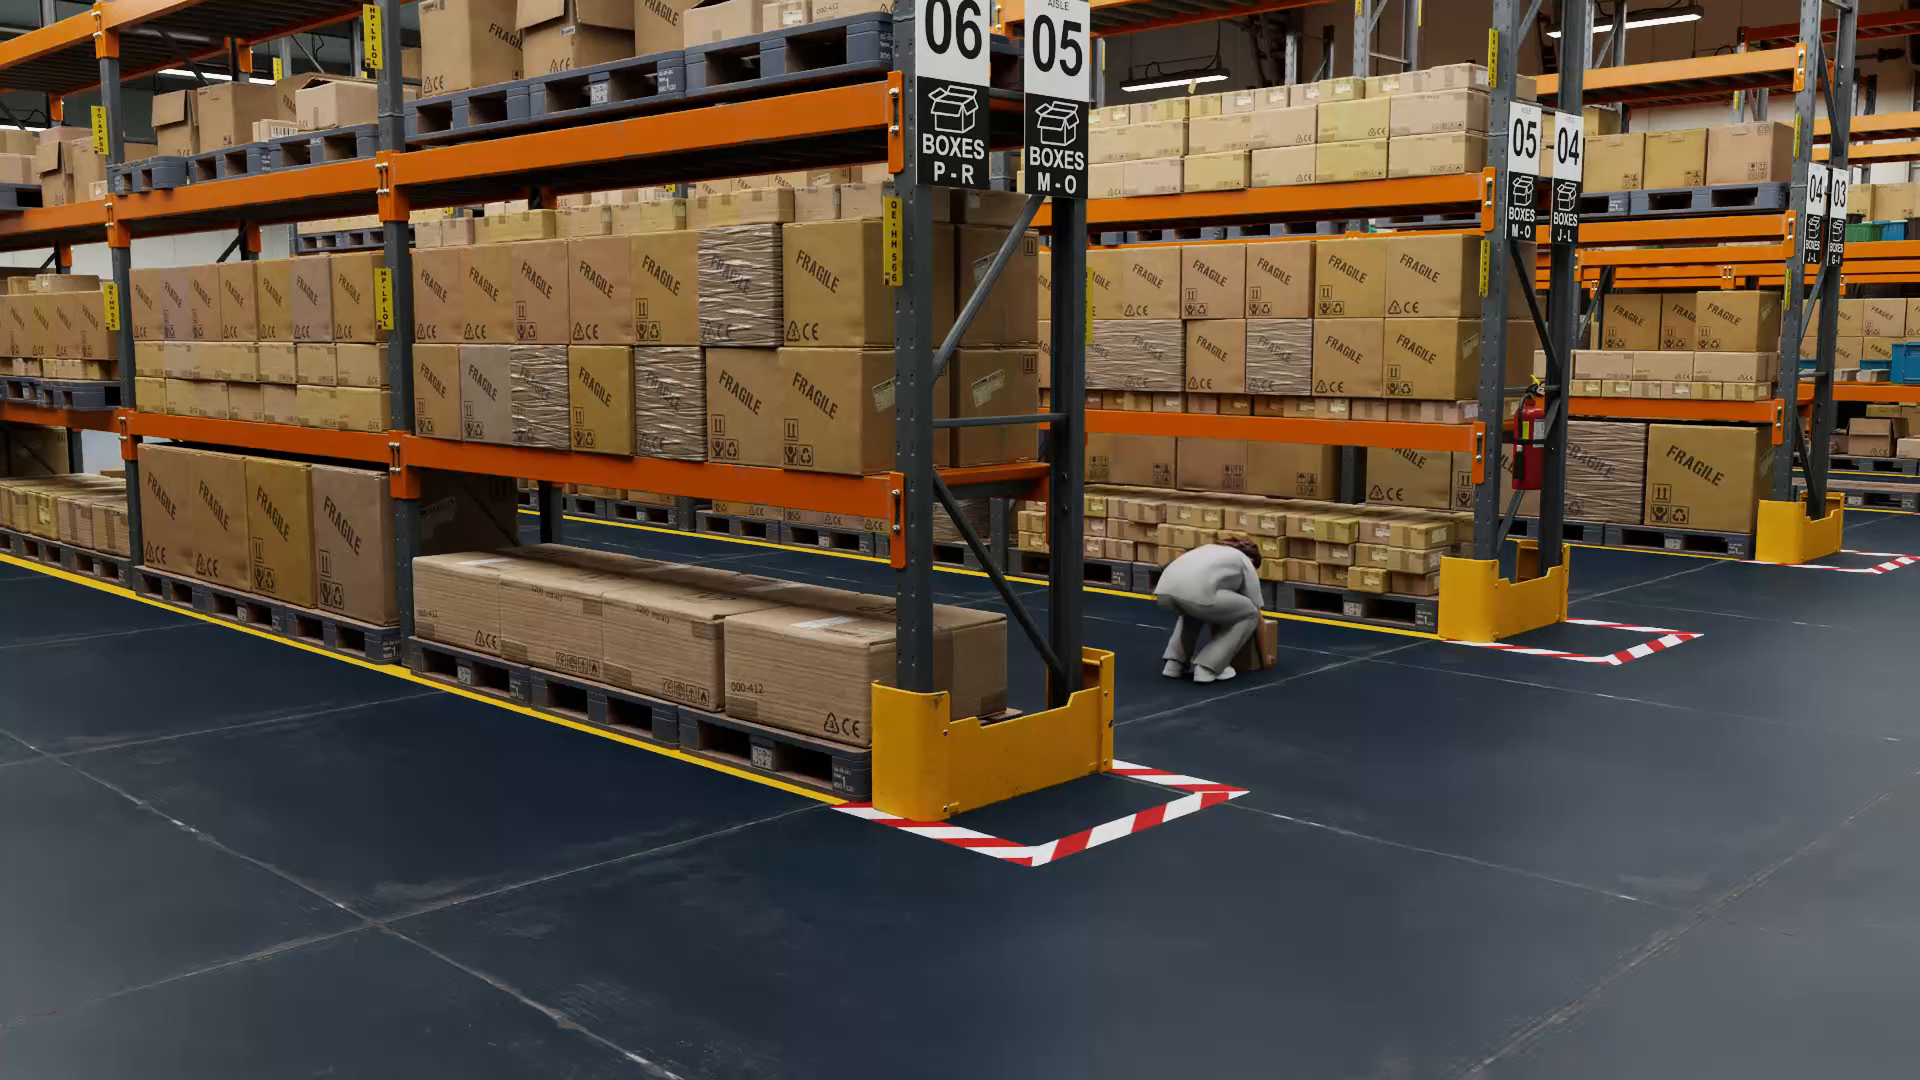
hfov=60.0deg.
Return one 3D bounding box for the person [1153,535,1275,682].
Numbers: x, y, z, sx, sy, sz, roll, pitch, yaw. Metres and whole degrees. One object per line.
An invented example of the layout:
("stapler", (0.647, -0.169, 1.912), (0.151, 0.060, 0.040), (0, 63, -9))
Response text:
("person", (1.398, 0.368, 9.122), (0.456, 0.765, 0.861), (6, 10, 42))
